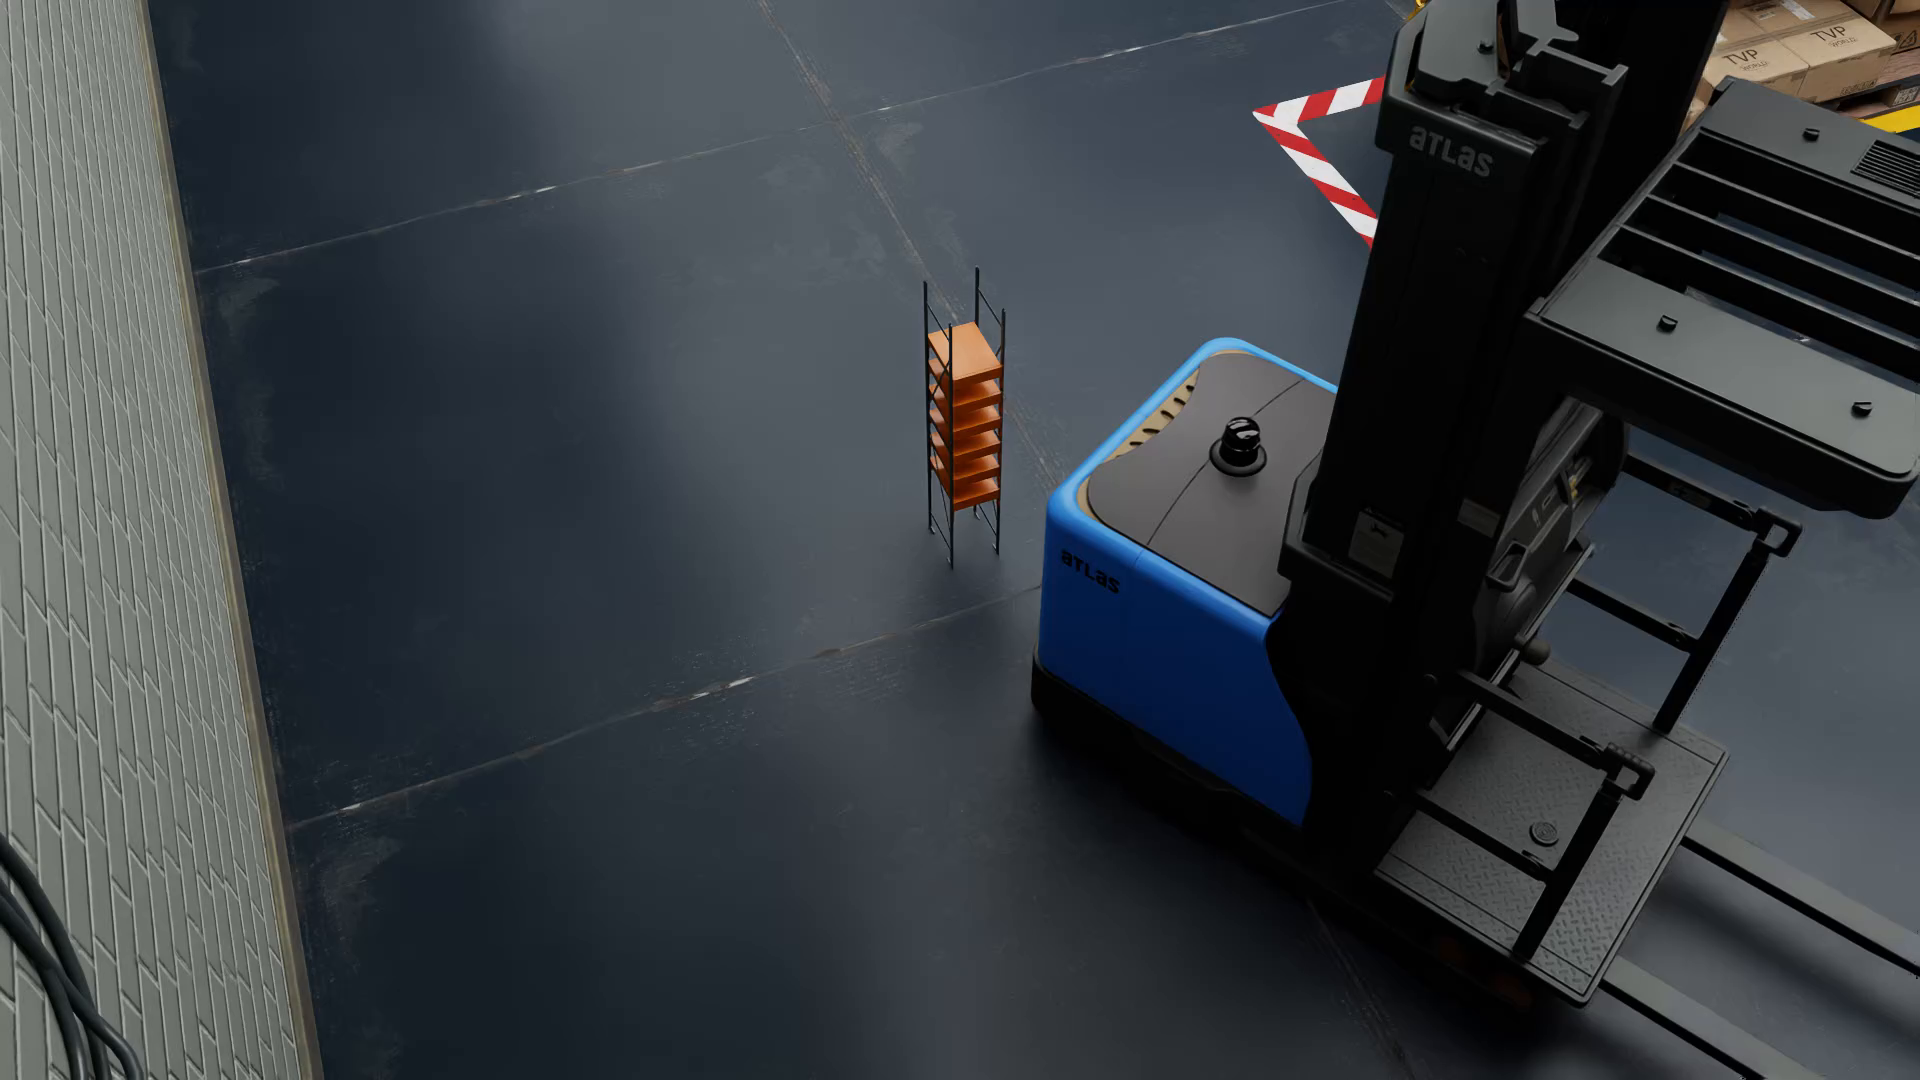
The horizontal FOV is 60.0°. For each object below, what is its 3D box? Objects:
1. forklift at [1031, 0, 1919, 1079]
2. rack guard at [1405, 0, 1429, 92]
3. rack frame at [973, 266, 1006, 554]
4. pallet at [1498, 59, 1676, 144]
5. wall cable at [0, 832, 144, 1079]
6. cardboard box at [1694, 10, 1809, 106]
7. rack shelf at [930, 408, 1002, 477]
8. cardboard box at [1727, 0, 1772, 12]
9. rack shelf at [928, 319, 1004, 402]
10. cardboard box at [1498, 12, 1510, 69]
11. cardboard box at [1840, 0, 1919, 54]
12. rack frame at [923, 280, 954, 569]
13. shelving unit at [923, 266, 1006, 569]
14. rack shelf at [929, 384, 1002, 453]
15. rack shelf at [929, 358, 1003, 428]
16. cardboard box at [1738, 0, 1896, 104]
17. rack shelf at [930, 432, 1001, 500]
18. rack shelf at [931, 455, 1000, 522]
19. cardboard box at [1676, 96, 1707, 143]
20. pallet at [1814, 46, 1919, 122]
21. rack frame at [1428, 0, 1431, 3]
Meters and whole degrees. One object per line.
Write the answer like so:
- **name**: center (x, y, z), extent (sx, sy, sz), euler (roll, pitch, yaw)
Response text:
- **forklift**: center (1.714, 0.037, 4.286), extent (3.031, 2.935, 1.130), euler (31, 56, 24)
- **rack guard**: center (2.487, -2.012, 7.649), extent (0.348, 0.500, 1.175), euler (-17, 52, -14)
- **rack frame**: center (0.098, -0.421, 5.821), extent (0.006, 1.200, 0.240), euler (-17, 52, -14)
- **pallet**: center (3.224, -2.147, 7.955), extent (1.213, 0.211, 1.003), euler (-17, 52, -14)
- **wall cable**: center (-1.078, 1.102, 1.419), extent (0.112, 2.526, 3.097), euler (-17, 52, -14)
- **cardboard box**: center (3.490, -2.152, 7.644), extent (0.500, 0.250, 0.500), euler (-17, 52, -14)
- **rack shelf**: center (0.013, -0.366, 5.832), extent (0.180, 0.103, 0.258), euler (-17, 52, -14)
- **cardboard box**: center (3.717, -2.633, 8.056), extent (0.500, 0.250, 0.500), euler (-17, 52, -14)
- **rack shelf**: center (0.013, -0.601, 5.559), extent (0.180, 0.103, 0.258), euler (-17, 52, -14)
- **cardboard box**: center (2.827, -2.463, 7.745), extent (0.500, 0.500, 0.500), euler (-17, 52, -14)
- **cardboard box**: center (4.382, -2.740, 7.981), extent (0.637, 0.503, 0.797), euler (-17, 52, -14)
- **rack frame**: center (-0.071, -0.369, 5.776), extent (0.006, 1.200, 0.240), euler (-17, 52, -14)
- **shelving unit**: center (0.013, -0.395, 5.798), extent (0.189, 1.200, 0.258), euler (-17, 52, -14)
- **rack shelf**: center (0.013, -0.444, 5.741), extent (0.180, 0.103, 0.258), euler (-17, 52, -14)
- **rack shelf**: center (0.013, -0.522, 5.650), extent (0.180, 0.103, 0.258), euler (-17, 52, -14)
- **cardboard box**: center (3.953, -2.296, 7.767), extent (0.500, 0.250, 0.500), euler (-17, 52, -14)
- **rack shelf**: center (0.013, -0.288, 5.923), extent (0.180, 0.103, 0.258), euler (-17, 52, -14)
- **rack shelf**: center (0.013, -0.210, 6.014), extent (0.180, 0.103, 0.258), euler (-17, 52, -14)
- **cardboard box**: center (3.165, -1.976, 7.547), extent (0.250, 0.166, 0.380), euler (-17, 52, -14)
- **pallet**: center (4.352, -2.494, 8.253), extent (1.213, 0.211, 1.003), euler (-17, 52, -14)
- **rack frame**: center (2.416, -2.805, 6.681), extent (0.127, 3.000, 1.000), euler (-17, 52, -14)
